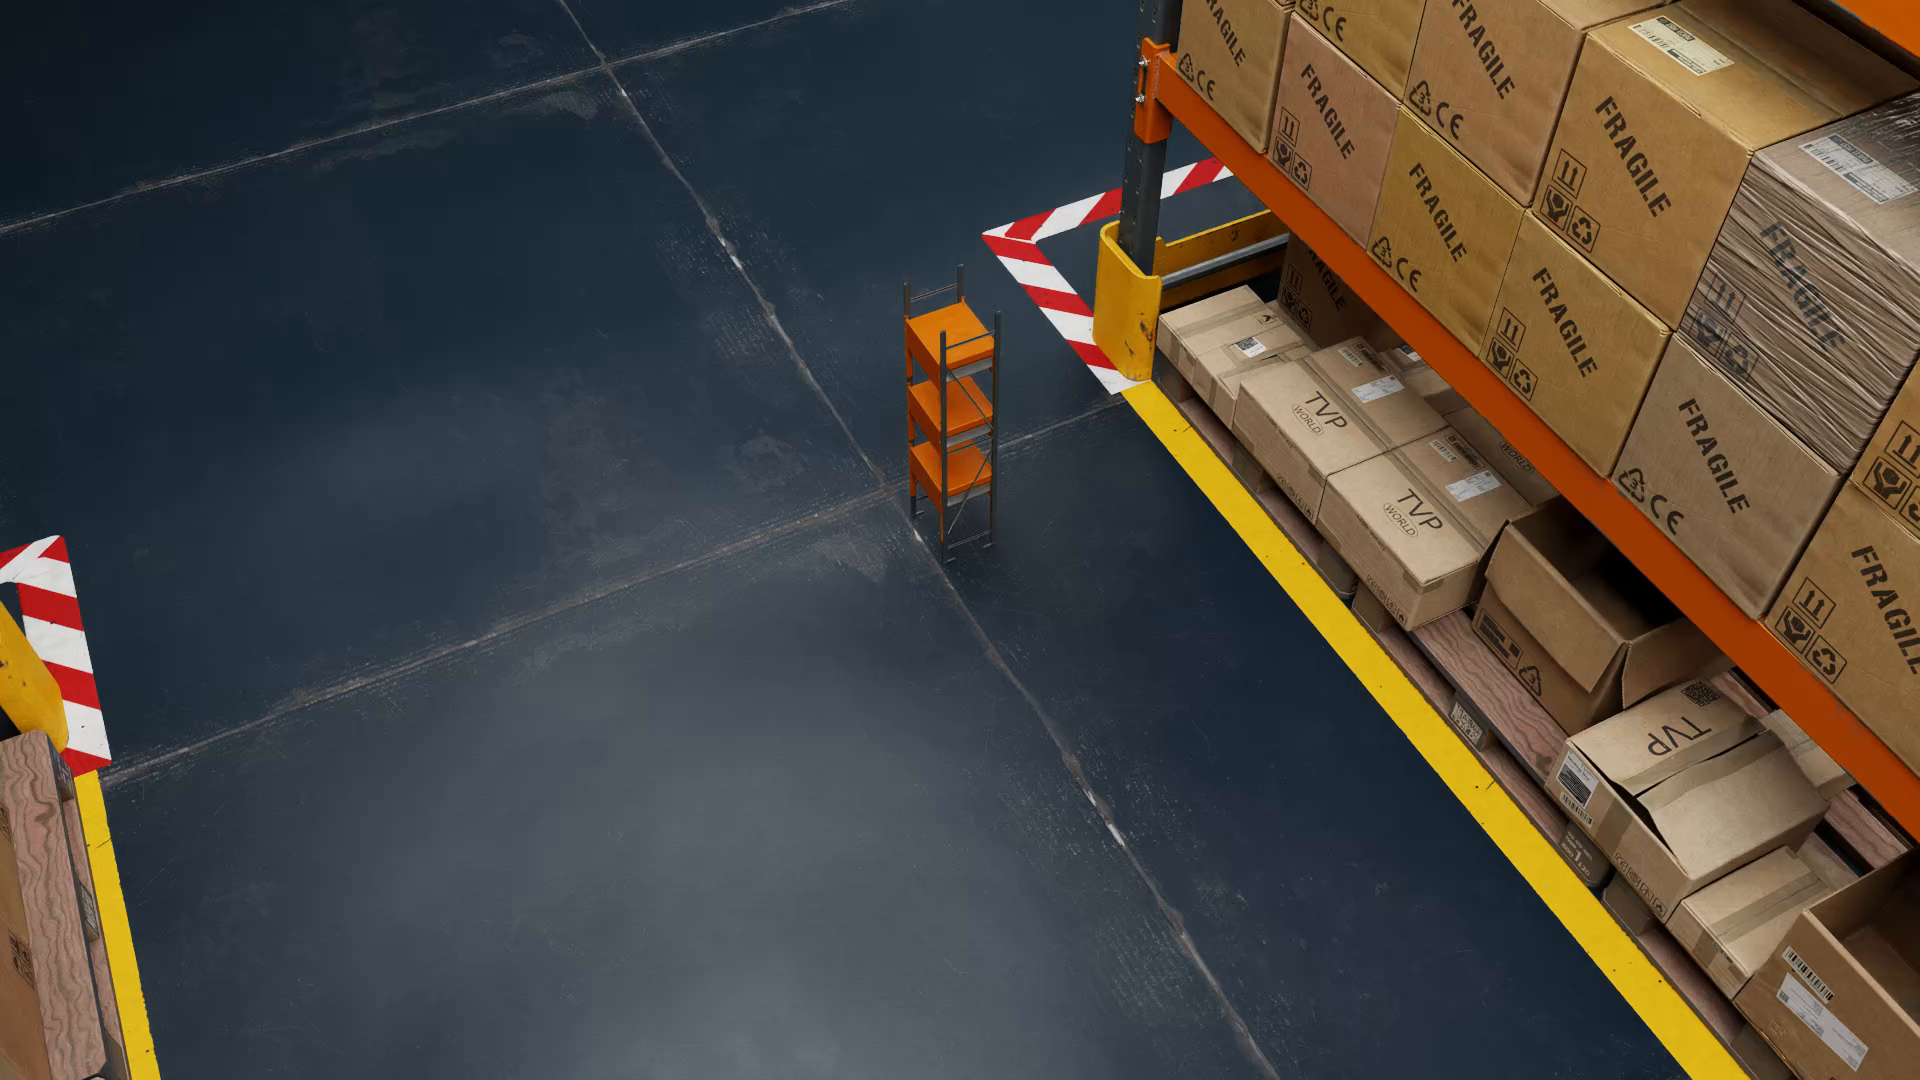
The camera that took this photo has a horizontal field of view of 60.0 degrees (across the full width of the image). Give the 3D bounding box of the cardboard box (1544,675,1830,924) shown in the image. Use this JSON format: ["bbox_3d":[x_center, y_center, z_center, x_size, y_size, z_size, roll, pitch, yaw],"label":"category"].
[{"bbox_3d":[2.026,0.697,4.641,0.500,0.311,0.500,-21,52,-18],"label":"cardboard box"}]

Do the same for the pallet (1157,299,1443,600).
[{"bbox_3d":[1.452,-0.432,5.988,1.003,0.211,1.213,-21,52,-18],"label":"pallet"}]

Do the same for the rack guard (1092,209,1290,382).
[{"bbox_3d":[1.087,-1.061,6.346,1.175,0.500,0.348,-21,52,-18],"label":"rack guard"}]

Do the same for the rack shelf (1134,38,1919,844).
[{"bbox_3d":[1.967,-0.359,4.549,1.077,0.370,4.000,-21,52,-18],"label":"rack shelf"}]

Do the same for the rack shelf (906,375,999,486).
[{"bbox_3d":[-0.024,-0.374,5.394,0.215,0.259,0.240,-21,52,-18],"label":"rack shelf"}]

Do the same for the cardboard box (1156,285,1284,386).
[{"bbox_3d":[0.938,-0.742,6.008,0.380,0.149,0.250,-21,52,-18],"label":"cardboard box"}]

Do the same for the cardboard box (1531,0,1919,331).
[{"bbox_3d":[1.724,-0.885,3.801,0.500,0.500,0.500,-22,52,-18],"label":"cardboard box"}]

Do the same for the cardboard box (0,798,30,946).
[{"bbox_3d":[-2.942,0.893,4.358,0.700,0.500,0.500,-21,52,-18],"label":"cardboard box"}]

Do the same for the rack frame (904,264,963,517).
[{"bbox_3d":[-0.080,-0.463,5.458,0.200,1.050,0.008,-21,52,-18],"label":"rack frame"}]

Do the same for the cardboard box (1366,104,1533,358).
[{"bbox_3d":[1.488,-0.899,4.477,0.500,0.500,0.500,-21,52,-18],"label":"cardboard box"}]

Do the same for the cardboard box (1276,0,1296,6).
[{"bbox_3d":[1.021,-1.909,4.696,0.500,0.500,0.500,-20,52,-16],"label":"cardboard box"}]

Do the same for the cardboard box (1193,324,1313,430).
[{"bbox_3d":[1.052,-0.581,5.855,0.380,0.166,0.250,-21,52,-18],"label":"cardboard box"}]

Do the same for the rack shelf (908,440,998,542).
[{"bbox_3d":[-0.024,-0.192,5.603,0.215,0.259,0.240,-21,52,-18],"label":"rack shelf"}]

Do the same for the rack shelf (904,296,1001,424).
[{"bbox_3d":[-0.024,-0.561,5.181,0.215,0.259,0.240,-21,52,-18],"label":"rack shelf"}]

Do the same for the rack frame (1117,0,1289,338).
[{"bbox_3d":[1.052,-1.935,5.449,1.000,3.000,0.127,-21,52,-18],"label":"rack frame"}]

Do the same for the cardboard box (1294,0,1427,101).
[{"bbox_3d":[1.267,-1.562,4.392,0.500,0.500,0.500,-21,52,-17],"label":"cardboard box"}]

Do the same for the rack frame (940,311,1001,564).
[{"bbox_3d":[0.031,-0.300,5.315,0.200,1.050,0.008,-21,52,-18],"label":"rack frame"}]

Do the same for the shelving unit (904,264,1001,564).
[{"bbox_3d":[-0.024,-0.381,5.386,0.215,1.050,0.252,-21,52,-18],"label":"shelving unit"}]

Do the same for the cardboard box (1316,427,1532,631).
[{"bbox_3d":[1.506,-0.043,5.329,0.500,0.250,0.500,-21,52,-18],"label":"cardboard box"}]

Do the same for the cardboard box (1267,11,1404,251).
[{"bbox_3d":[1.261,-1.236,4.772,0.500,0.500,0.500,-22,52,-18],"label":"cardboard box"}]

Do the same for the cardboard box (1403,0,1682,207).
[{"bbox_3d":[1.491,-1.225,4.098,0.500,0.500,0.500,-21,52,-17],"label":"cardboard box"}]

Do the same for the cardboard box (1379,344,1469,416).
[{"bbox_3d":[1.625,-0.565,5.842,0.380,0.166,0.250,-21,52,-18],"label":"cardboard box"}]

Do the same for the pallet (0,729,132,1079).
[{"bbox_3d":[-2.915,1.200,4.560,1.003,0.211,1.213,-21,52,-18],"label":"pallet"}]

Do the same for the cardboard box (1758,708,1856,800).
[{"bbox_3d":[2.478,0.600,4.823,0.380,0.166,0.250,-21,52,-18],"label":"cardboard box"}]

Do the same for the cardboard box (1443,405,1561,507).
[{"bbox_3d":[1.928,-0.249,5.509,0.500,0.250,0.500,-21,52,-18],"label":"cardboard box"}]

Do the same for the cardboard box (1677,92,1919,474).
[{"bbox_3d":[1.953,-0.548,3.506,0.500,0.500,0.500,-21,52,-17],"label":"cardboard box"}]
